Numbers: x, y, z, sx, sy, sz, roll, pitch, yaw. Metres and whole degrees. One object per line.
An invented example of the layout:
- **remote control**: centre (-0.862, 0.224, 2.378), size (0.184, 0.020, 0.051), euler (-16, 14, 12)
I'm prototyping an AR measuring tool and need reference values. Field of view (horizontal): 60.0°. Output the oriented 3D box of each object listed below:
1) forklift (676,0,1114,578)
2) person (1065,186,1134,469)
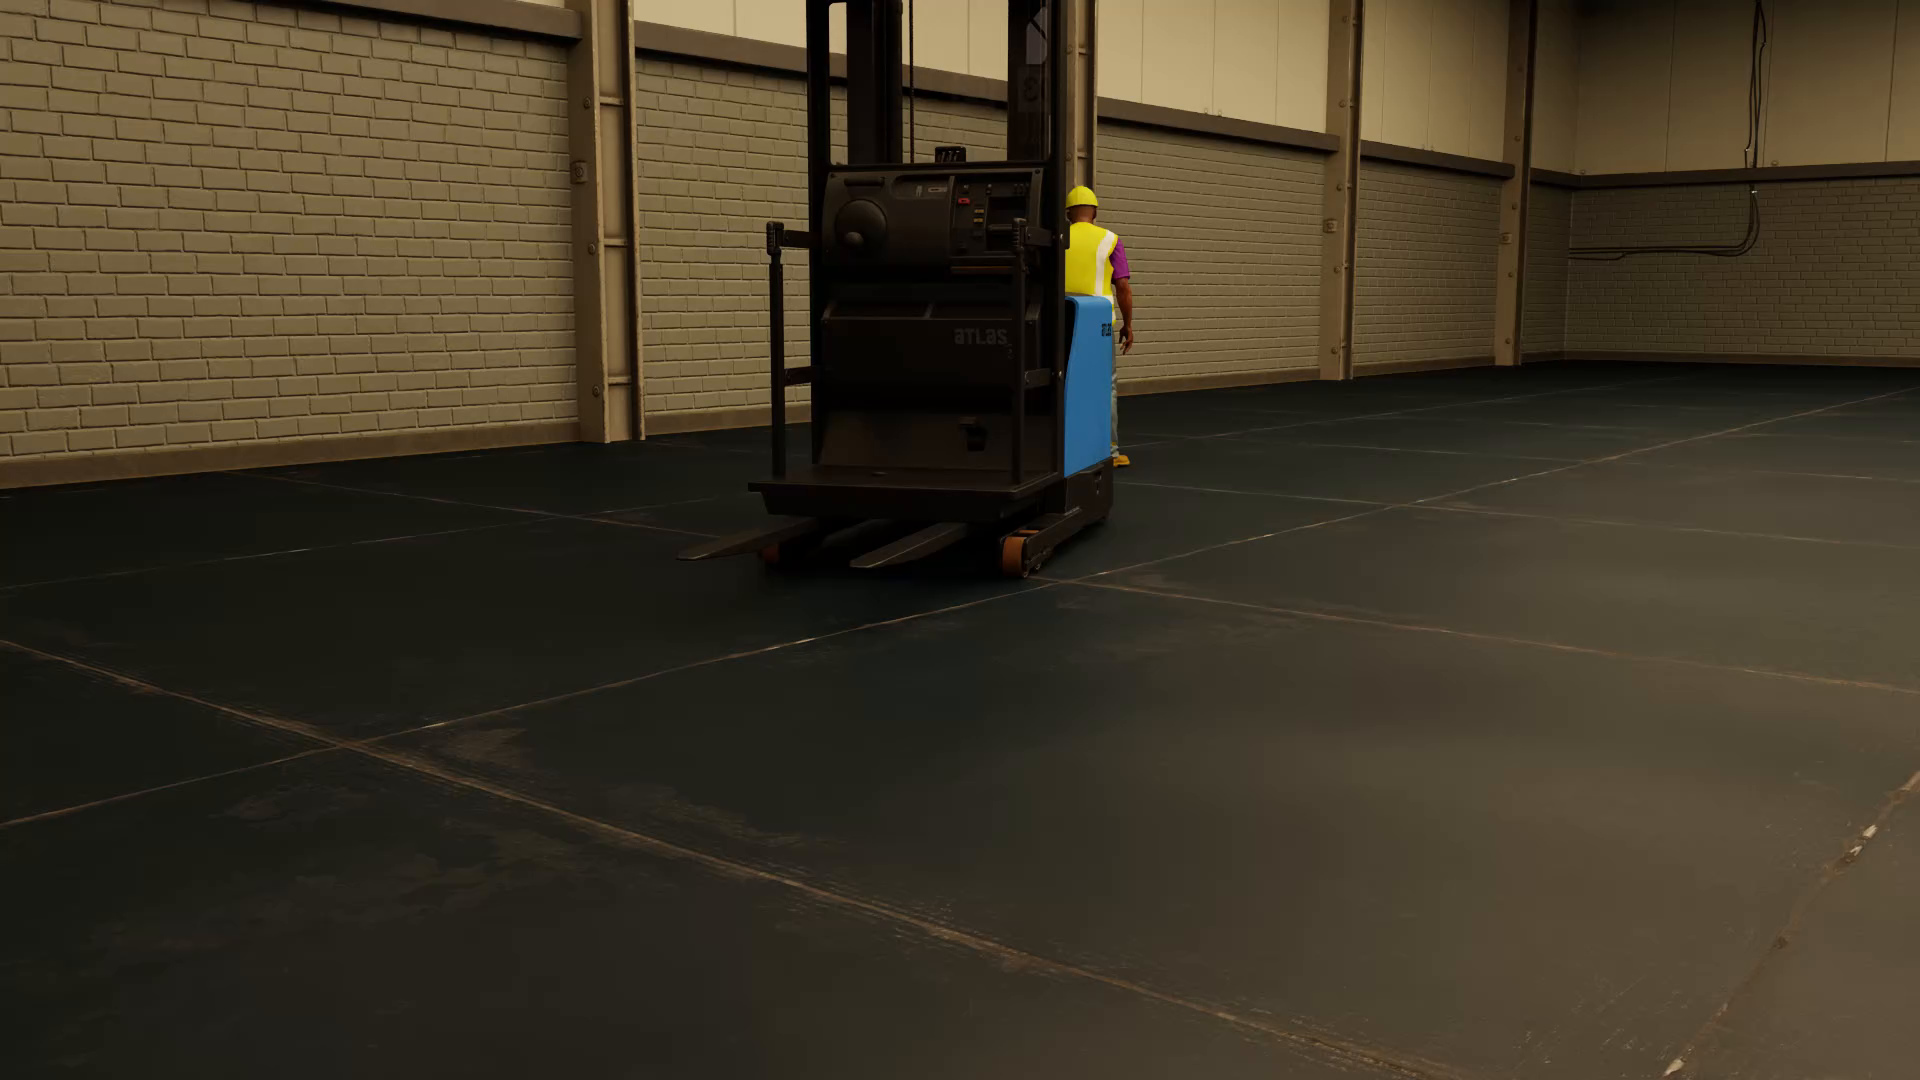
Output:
- **forklift**: centre (-0.176, -1.366, 6.616), size (1.130, 2.935, 3.031), euler (3, 9, 17)
- **person**: centre (0.774, -1.339, 10.487), size (0.636, 1.761, 0.454), euler (2, 9, 12)
